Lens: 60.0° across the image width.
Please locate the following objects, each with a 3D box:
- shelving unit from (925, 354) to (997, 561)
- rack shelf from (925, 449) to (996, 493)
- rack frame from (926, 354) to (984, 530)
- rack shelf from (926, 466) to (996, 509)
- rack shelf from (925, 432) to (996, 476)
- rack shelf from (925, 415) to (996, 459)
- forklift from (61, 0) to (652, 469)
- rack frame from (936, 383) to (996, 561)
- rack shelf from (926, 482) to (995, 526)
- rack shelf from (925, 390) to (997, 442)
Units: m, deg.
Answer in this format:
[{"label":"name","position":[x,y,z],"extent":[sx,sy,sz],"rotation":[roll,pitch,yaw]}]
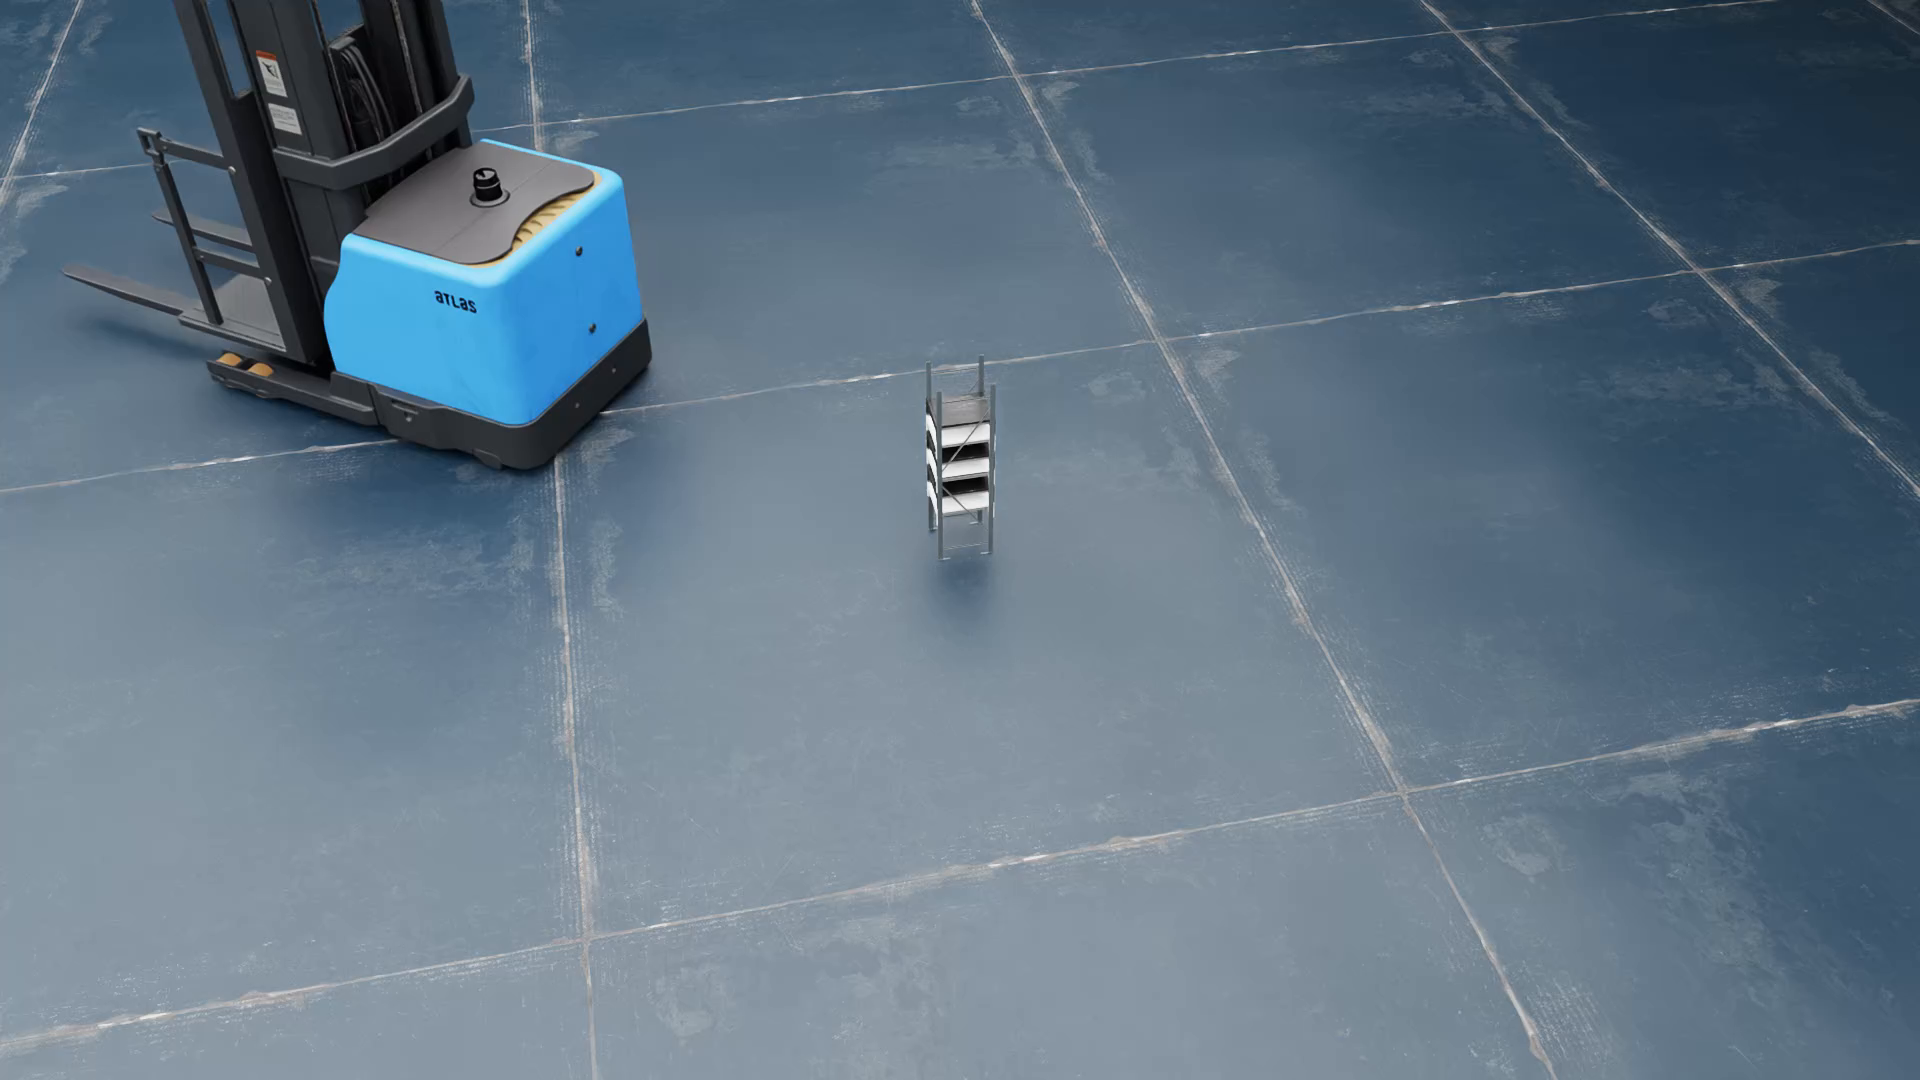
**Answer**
[{"label":"shelving unit","position":[0.002,-0.331,6.945],"extent":[0.258,0.900,0.210],"rotation":[-8,42,-9]},{"label":"rack shelf","position":[0.002,-0.306,6.967],"extent":[0.258,0.077,0.200],"rotation":[-8,42,-9]},{"label":"rack frame","position":[-0.020,-0.397,7.020],"extent":[0.240,0.900,0.006],"rotation":[-8,42,-9]},{"label":"rack shelf","position":[0.002,-0.239,7.027],"extent":[0.258,0.077,0.200],"rotation":[-8,42,-9]},{"label":"rack shelf","position":[0.002,-0.374,6.908],"extent":[0.258,0.077,0.200],"rotation":[-8,42,-9]},{"label":"rack shelf","position":[0.002,-0.441,6.848],"extent":[0.258,0.077,0.200],"rotation":[-8,42,-9]},{"label":"forklift","position":[-3.067,-2.078,7.384],"extent":[3.031,2.935,1.130],"rotation":[17,44,18]},{"label":"rack frame","position":[0.024,-0.265,6.871],"extent":[0.240,0.900,0.006],"rotation":[-8,42,-9]},{"label":"rack shelf","position":[0.002,-0.172,7.087],"extent":[0.258,0.077,0.200],"rotation":[-8,42,-9]},{"label":"rack shelf","position":[0.002,-0.508,6.788],"extent":[0.258,0.077,0.200],"rotation":[-8,42,-9]}]
